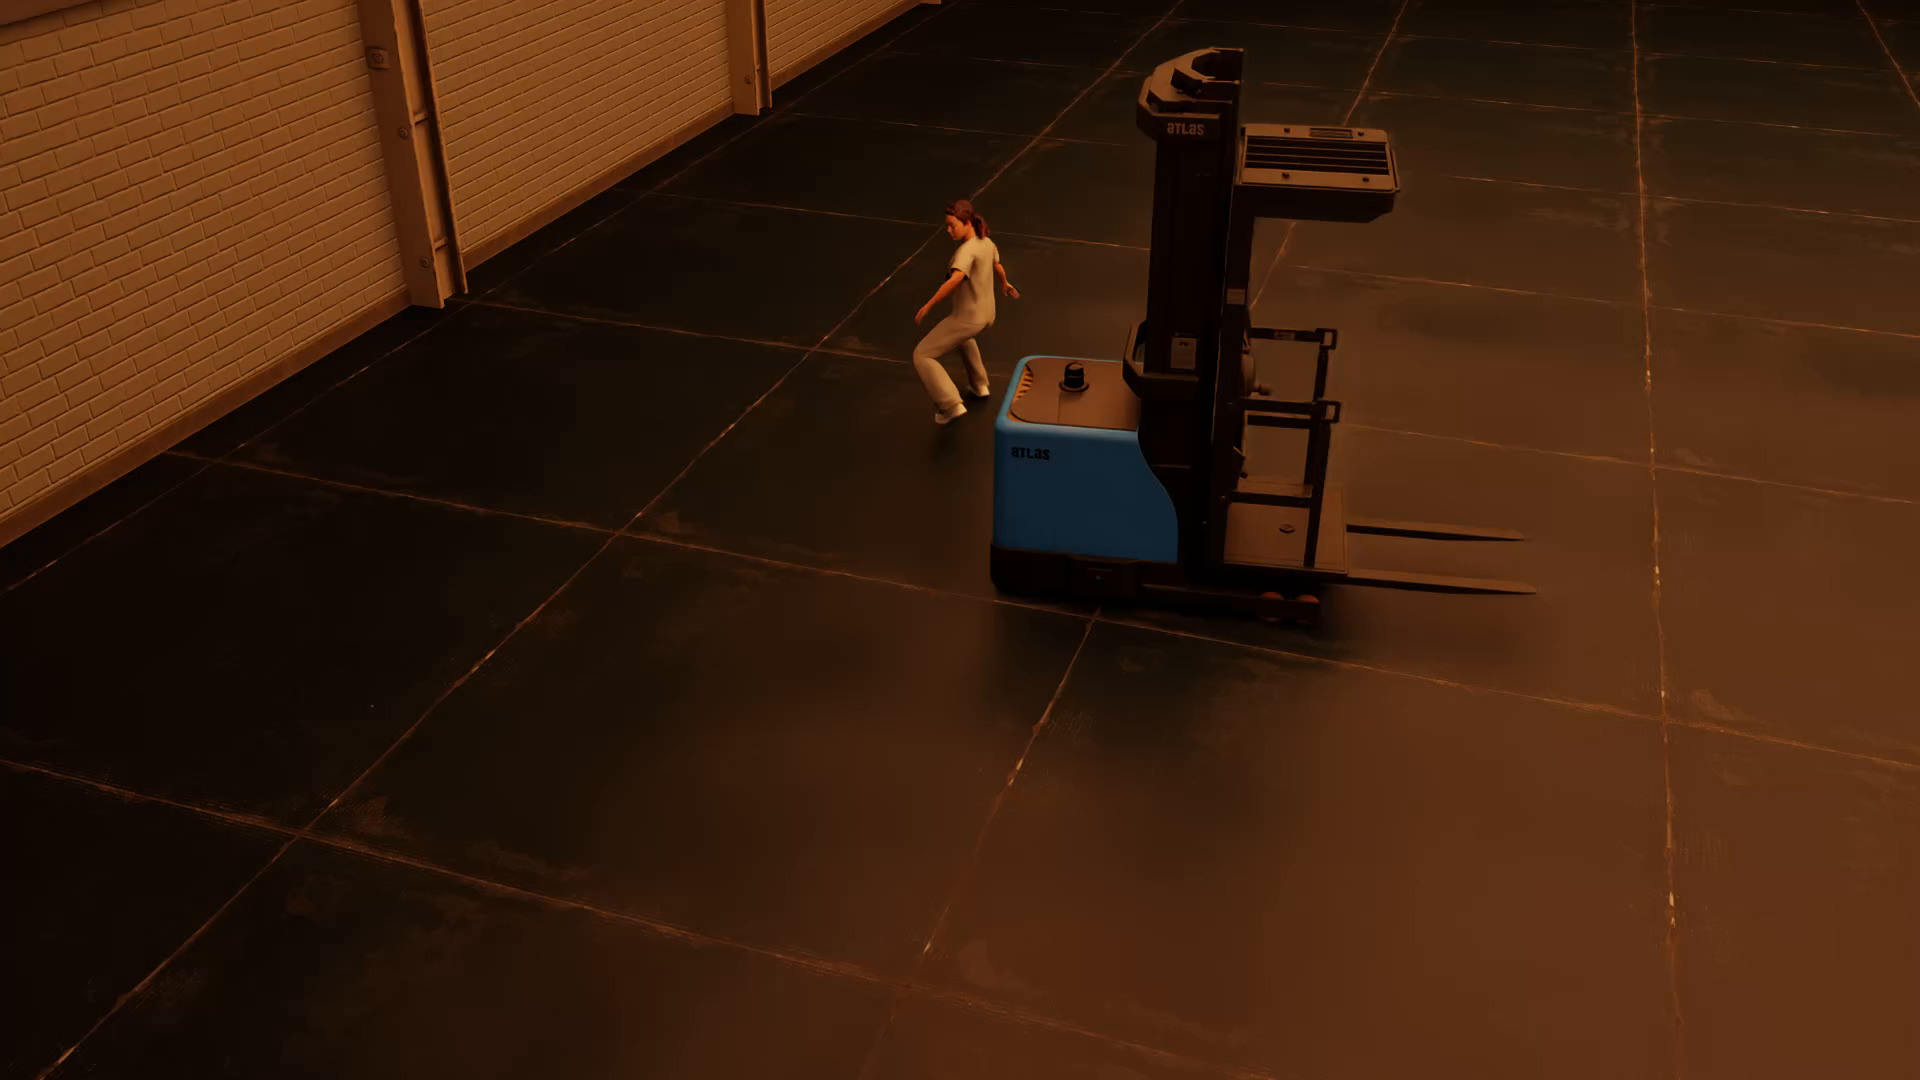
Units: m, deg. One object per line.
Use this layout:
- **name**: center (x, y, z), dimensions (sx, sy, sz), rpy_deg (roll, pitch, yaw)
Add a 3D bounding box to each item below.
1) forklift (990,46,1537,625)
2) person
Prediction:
- **forklift**: center (1.741, -1.085, 9.039), dimensions (3.031, 2.935, 1.130), rpy_deg (5, 30, 9)
- **person**: center (0.058, -1.557, 11.352), dimensions (0.507, 1.566, 1.059), rpy_deg (16, 33, 26)
